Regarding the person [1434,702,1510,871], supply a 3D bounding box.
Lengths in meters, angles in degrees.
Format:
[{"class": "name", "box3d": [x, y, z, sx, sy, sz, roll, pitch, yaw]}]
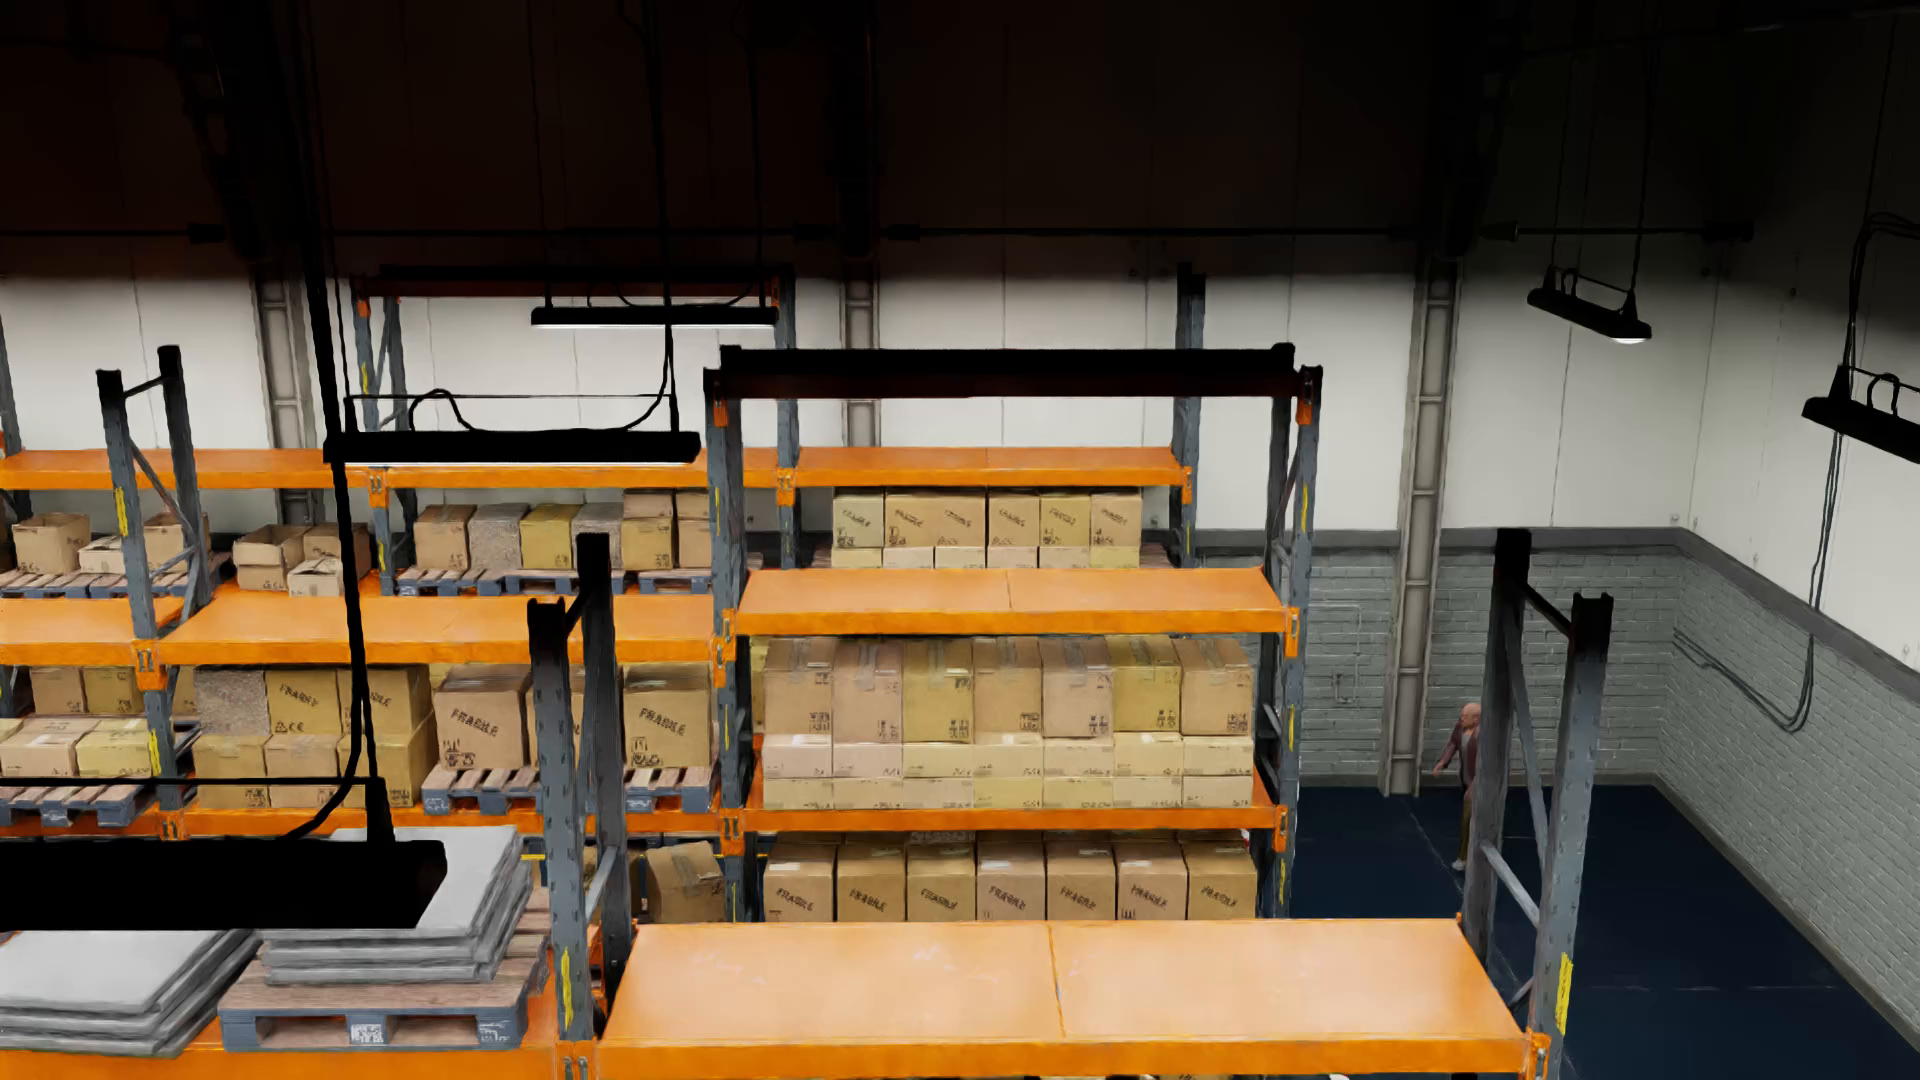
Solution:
[{"class": "person", "box3d": [5.318, 2.453, 17.058, 0.896, 1.715, 0.735, -5, 17, -16]}]
